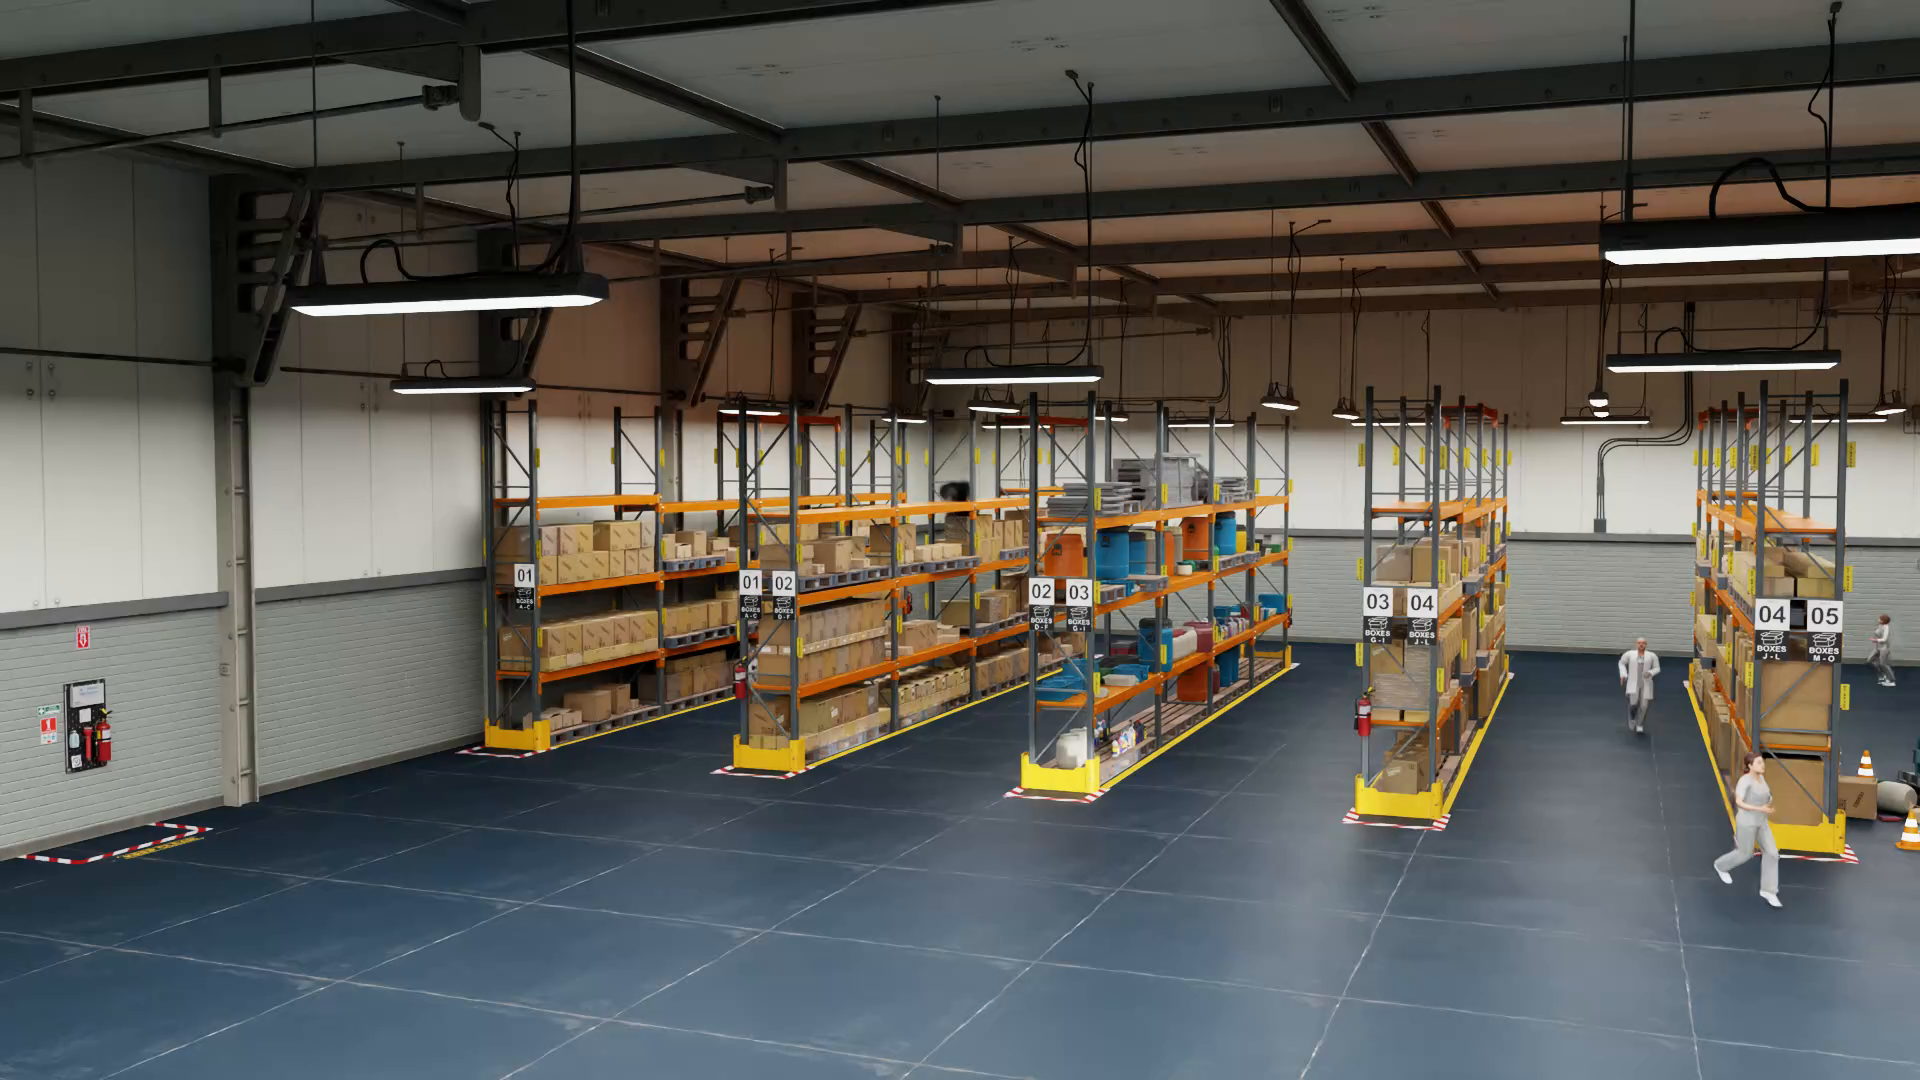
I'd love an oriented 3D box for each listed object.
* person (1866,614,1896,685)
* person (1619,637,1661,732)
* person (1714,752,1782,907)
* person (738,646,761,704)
[{"bbox_3d":[20.182,2.410,36.444,0.616,1.535,0.508,0,3,9],"label":"person"},{"bbox_3d":[12.329,2.634,30.165,0.704,1.734,0.653,1,3,19],"label":"person"},{"bbox_3d":[8.976,3.250,18.917,0.597,1.709,0.922,-1,3,-27],"label":"person"},{"bbox_3d":[-3.728,2.694,29.841,0.620,1.674,0.899,1,3,17],"label":"person"}]
